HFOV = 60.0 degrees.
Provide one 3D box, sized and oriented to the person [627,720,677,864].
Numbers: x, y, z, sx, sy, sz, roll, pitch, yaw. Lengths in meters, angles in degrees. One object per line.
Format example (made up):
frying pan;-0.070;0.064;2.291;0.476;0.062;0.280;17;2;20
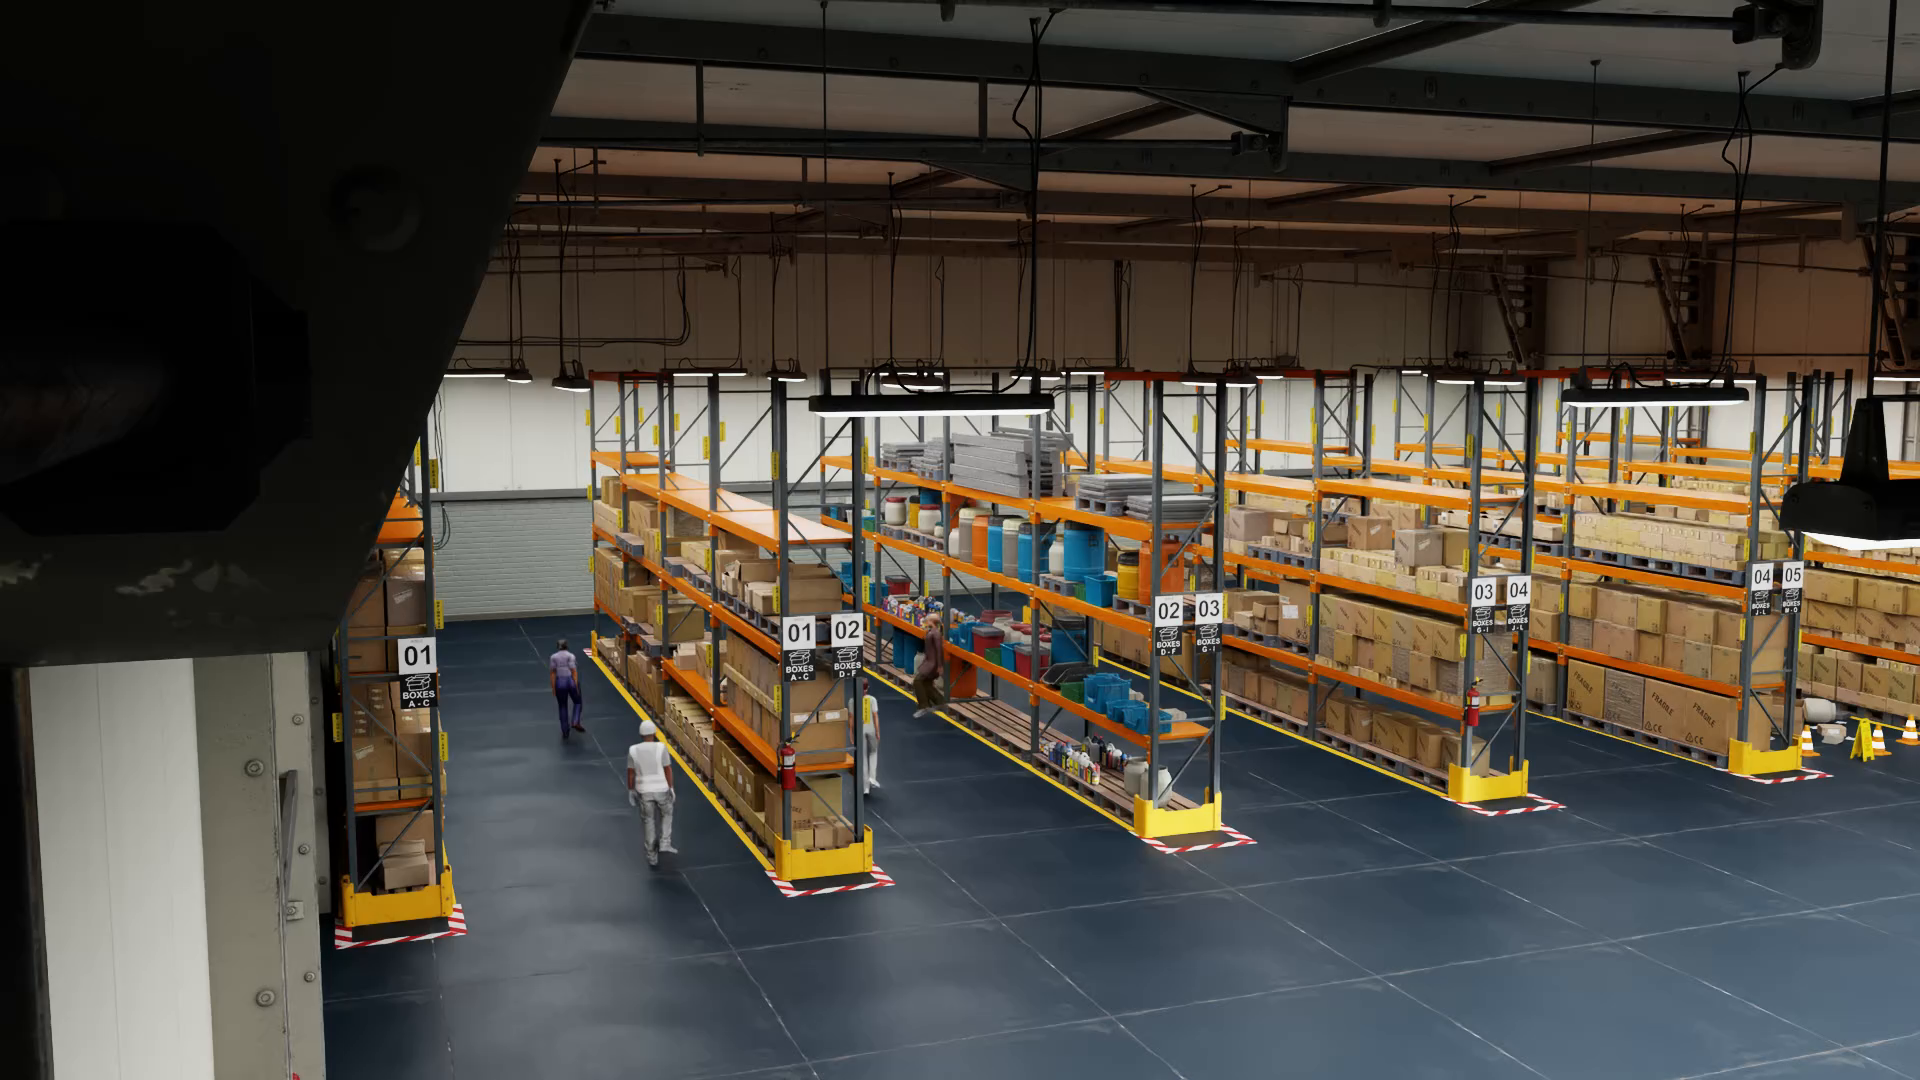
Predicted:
person;-3.839;3.135;20.714;0.594;1.775;0.515;-1;6;-11

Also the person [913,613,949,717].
person;-0.497;2.102;28.229;0.610;1.710;0.691;0;6;-2

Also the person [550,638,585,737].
person;-6.514;2.440;27.567;0.546;1.637;0.462;-1;6;-11

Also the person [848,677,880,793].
person;-1.388;2.813;24.065;0.474;1.657;0.515;-1;6;-6

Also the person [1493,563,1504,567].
person;11.874;1.404;36.430;0.542;1.786;0.552;-6;9;-42
